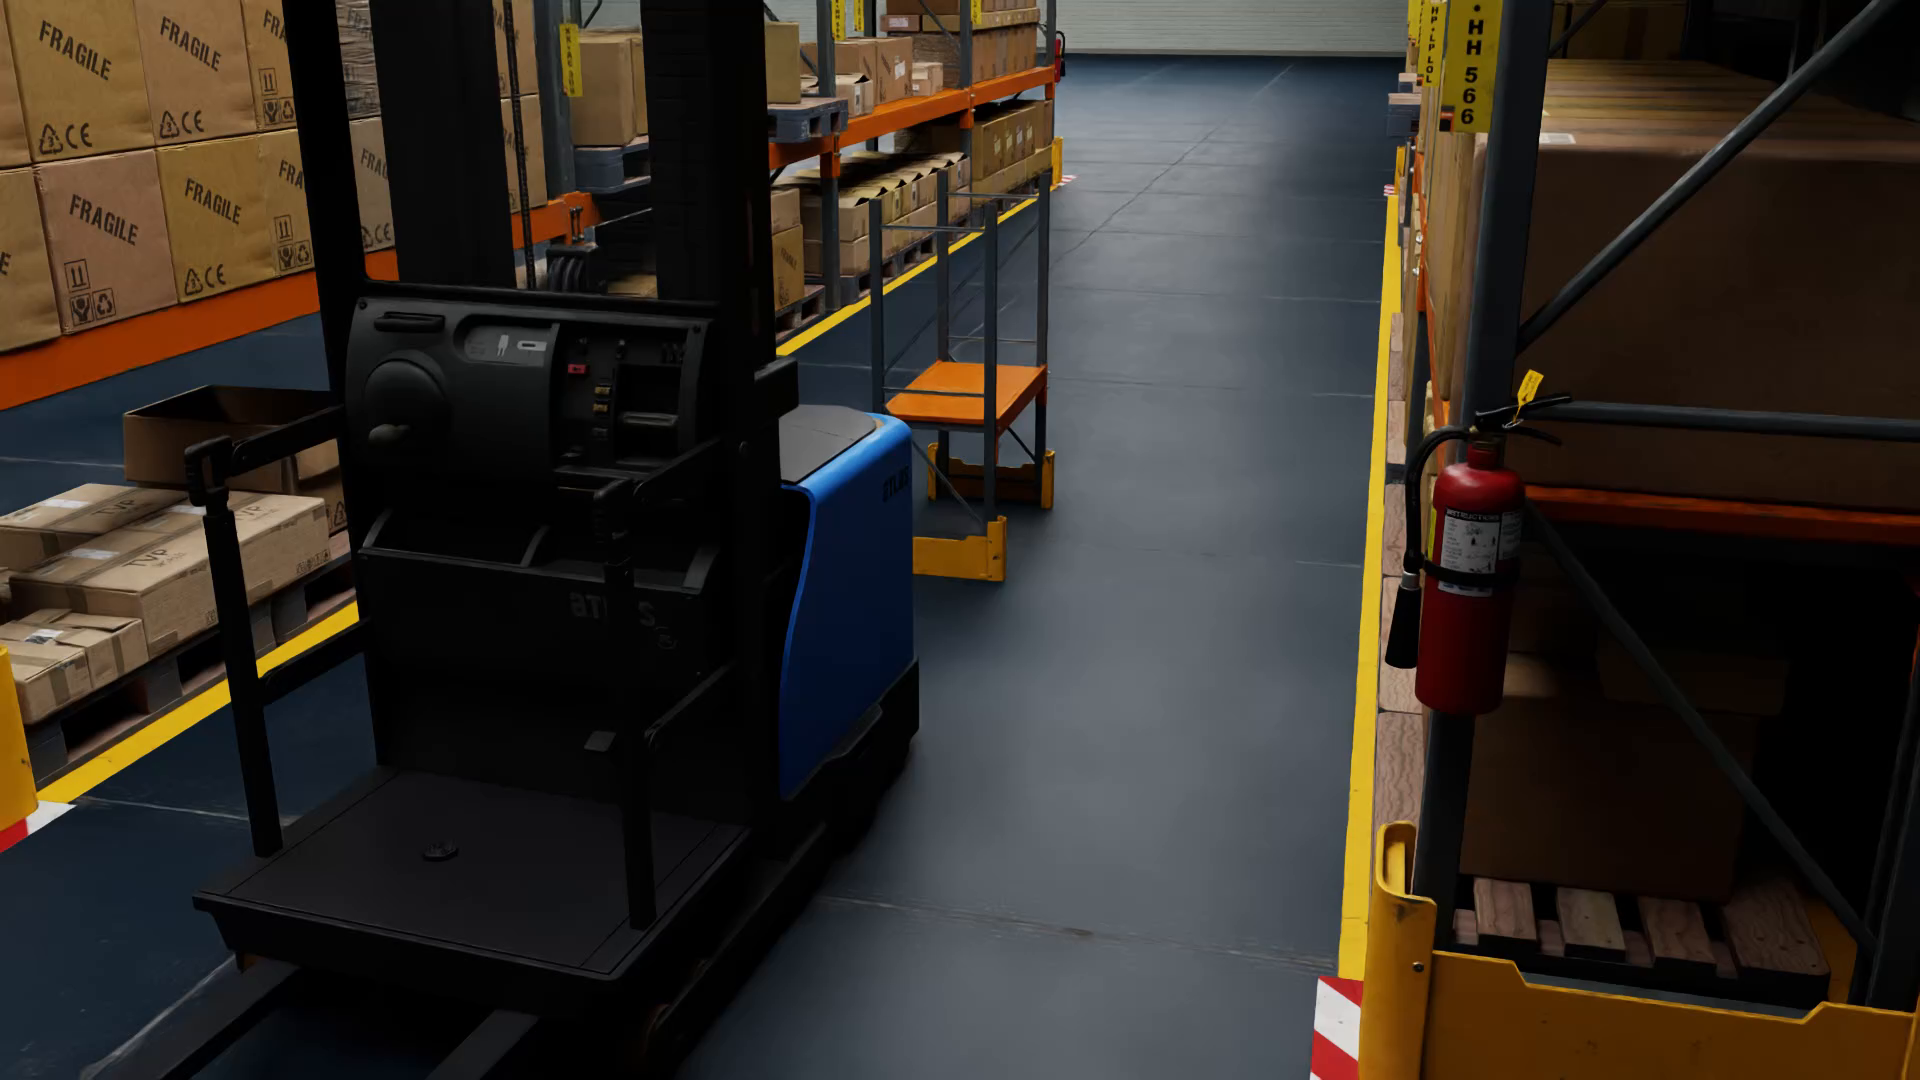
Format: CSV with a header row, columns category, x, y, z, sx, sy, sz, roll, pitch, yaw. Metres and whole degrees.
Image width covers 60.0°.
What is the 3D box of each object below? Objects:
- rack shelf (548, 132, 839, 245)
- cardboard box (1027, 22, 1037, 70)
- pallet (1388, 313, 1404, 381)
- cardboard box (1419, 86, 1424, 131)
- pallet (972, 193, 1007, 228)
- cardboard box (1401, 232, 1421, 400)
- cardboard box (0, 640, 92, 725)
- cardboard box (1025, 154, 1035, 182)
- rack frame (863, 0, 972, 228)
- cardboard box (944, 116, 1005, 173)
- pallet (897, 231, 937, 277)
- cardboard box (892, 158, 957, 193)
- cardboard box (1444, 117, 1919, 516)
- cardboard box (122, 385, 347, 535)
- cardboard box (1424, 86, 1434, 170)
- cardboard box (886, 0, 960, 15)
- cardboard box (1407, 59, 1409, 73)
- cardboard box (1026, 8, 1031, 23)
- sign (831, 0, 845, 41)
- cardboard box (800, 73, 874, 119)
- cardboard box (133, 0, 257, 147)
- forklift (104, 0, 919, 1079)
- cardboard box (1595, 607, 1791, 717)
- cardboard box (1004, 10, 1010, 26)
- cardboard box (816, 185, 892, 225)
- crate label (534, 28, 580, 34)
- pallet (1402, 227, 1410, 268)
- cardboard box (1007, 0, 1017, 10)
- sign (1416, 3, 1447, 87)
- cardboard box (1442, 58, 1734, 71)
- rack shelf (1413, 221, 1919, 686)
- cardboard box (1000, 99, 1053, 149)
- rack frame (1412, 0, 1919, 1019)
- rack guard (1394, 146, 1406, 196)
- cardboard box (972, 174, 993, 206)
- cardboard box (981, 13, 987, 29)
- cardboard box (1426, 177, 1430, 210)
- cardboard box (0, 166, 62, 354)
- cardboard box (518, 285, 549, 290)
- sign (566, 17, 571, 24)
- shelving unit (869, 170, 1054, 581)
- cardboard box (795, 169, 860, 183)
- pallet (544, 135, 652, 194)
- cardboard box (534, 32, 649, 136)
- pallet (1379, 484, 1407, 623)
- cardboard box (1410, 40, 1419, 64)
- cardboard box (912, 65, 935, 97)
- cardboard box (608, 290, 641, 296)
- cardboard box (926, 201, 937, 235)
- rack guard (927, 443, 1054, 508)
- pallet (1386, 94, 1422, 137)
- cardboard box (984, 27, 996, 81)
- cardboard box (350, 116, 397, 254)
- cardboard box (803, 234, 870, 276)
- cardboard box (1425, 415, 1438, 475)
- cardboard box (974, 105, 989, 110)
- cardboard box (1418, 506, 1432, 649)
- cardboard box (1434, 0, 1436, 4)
category,x,y,z,sx,sy,sz,roll,pitch,yaw
rack shelf,-1.854,-2.152,9.960,1.077,0.370,4.000,5,19,13
cardboard box,0.463,-5.529,18.578,0.700,0.500,0.500,5,19,13
pallet,3.174,-1.168,10.282,1.003,0.211,1.213,5,19,13
cardboard box,2.936,-2.631,9.605,0.500,0.500,0.500,5,20,15
pallet,-0.153,-3.299,16.520,1.003,0.211,1.213,5,19,13
cardboard box,2.709,-1.150,8.589,0.750,0.750,0.750,5,20,15
cardboard box,-2.884,0.425,5.032,0.380,0.149,0.250,5,19,13
cardboard box,0.514,-4.018,17.915,0.500,0.250,0.500,5,19,13
rack frame,-0.388,-4.373,15.349,1.000,3.000,0.127,5,19,13
cardboard box,0.144,-3.903,16.419,0.500,0.500,0.500,5,19,13
pallet,-0.826,-2.436,13.992,1.003,0.211,1.213,5,19,13
cardboard box,-0.330,-3.223,14.719,0.500,0.311,0.500,5,20,15
cardboard box,1.600,-0.524,3.618,0.980,0.700,0.700,6,20,16
cardboard box,-2.796,-0.303,6.616,0.797,0.503,0.637,5,19,13
cardboard box,2.446,-1.998,7.751,0.500,0.500,0.500,5,19,14
cardboard box,-0.285,-5.174,15.532,0.700,0.500,0.500,5,19,14
cardboard box,4.598,-4.566,16.116,0.500,0.250,0.500,5,19,14
cardboard box,0.556,-5.684,18.029,0.380,0.149,0.250,4,19,13
sign,-0.836,-3.590,11.388,0.100,0.325,0.005,5,19,13
cardboard box,-0.959,-3.342,12.469,0.500,0.311,0.500,4,19,13
cardboard box,-2.708,-1.571,5.446,0.500,0.500,0.500,5,19,14
forklift,-1.076,-0.341,3.652,1.130,2.935,3.031,6,20,17
cardboard box,1.722,0.283,3.932,0.380,0.149,0.250,5,19,14
cardboard box,0.304,-5.360,17.080,0.380,0.149,0.250,4,19,13
cardboard box,-0.832,-2.588,12.861,0.500,0.311,0.500,4,19,12
crate label,-4.400,-5.437,18.412,0.502,0.435,0.616,5,19,13
pallet,4.228,-2.419,13.943,1.003,0.211,1.213,5,19,13
cardboard box,0.205,-5.803,17.374,0.700,0.500,0.500,5,19,14
sign,1.934,-2.026,6.809,0.100,0.325,0.005,5,19,13
cardboard box,2.314,-1.449,6.324,0.980,0.700,0.700,5,19,14
rack shelf,1.973,-0.508,5.147,1.077,0.370,4.000,5,19,13
cardboard box,0.747,-4.687,18.714,0.500,0.500,0.500,5,19,13
rack frame,1.485,-0.222,3.196,1.000,3.000,0.127,5,19,13
rack guard,5.376,-4.030,18.212,1.175,0.500,0.348,5,19,13
cardboard box,0.020,-3.392,16.081,0.500,0.250,0.500,5,19,13
cardboard box,0.051,-5.038,16.139,0.380,0.149,0.250,4,19,13
cardboard box,2.309,-1.575,7.517,0.380,0.149,0.250,5,19,14
cardboard box,-2.956,-0.777,4.668,0.500,0.500,0.500,5,20,15
cardboard box,-2.500,-1.068,8.860,0.500,0.500,0.500,5,19,13
sign,-4.745,-6.195,20.255,0.100,0.325,0.005,5,19,13
shelving unit,0.019,-0.734,7.015,0.587,1.500,1.083,5,19,13
cardboard box,-1.105,-2.944,13.903,0.500,0.311,0.500,5,20,15
pallet,-2.041,-2.016,8.747,1.003,0.211,1.213,5,19,13
cardboard box,-1.903,-2.463,8.953,0.700,0.500,0.500,8,20,22
pallet,2.200,0.076,6.637,1.003,0.211,1.213,5,19,13
cardboard box,4.232,-4.449,14.613,0.500,0.500,0.500,5,19,13
cardboard box,-0.424,-4.019,14.522,0.396,0.266,0.258,4,19,12
cardboard box,-1.988,-1.023,8.729,0.500,0.500,0.500,4,19,11
cardboard box,-0.458,-2.799,14.345,0.500,0.250,0.500,5,20,15
rack guard,0.140,-0.298,7.674,0.587,0.250,0.087,5,19,13
pallet,3.510,-2.870,11.247,1.213,0.211,1.003,5,19,13
cardboard box,-0.036,-4.883,16.687,0.700,0.500,0.500,5,19,14
cardboard box,-2.464,-1.413,6.529,0.500,0.500,0.500,5,20,15
cardboard box,-0.952,-2.158,12.468,0.500,0.250,0.500,5,19,13
cardboard box,1.792,-0.315,5.684,0.380,0.149,0.250,4,19,12
cardboard box,0.013,-4.414,17.914,0.500,0.500,0.500,5,19,13
cardboard box,1.803,0.221,5.118,0.700,0.500,0.500,4,19,12
cardboard box,2.830,-2.834,9.038,0.500,0.250,0.500,5,19,14
